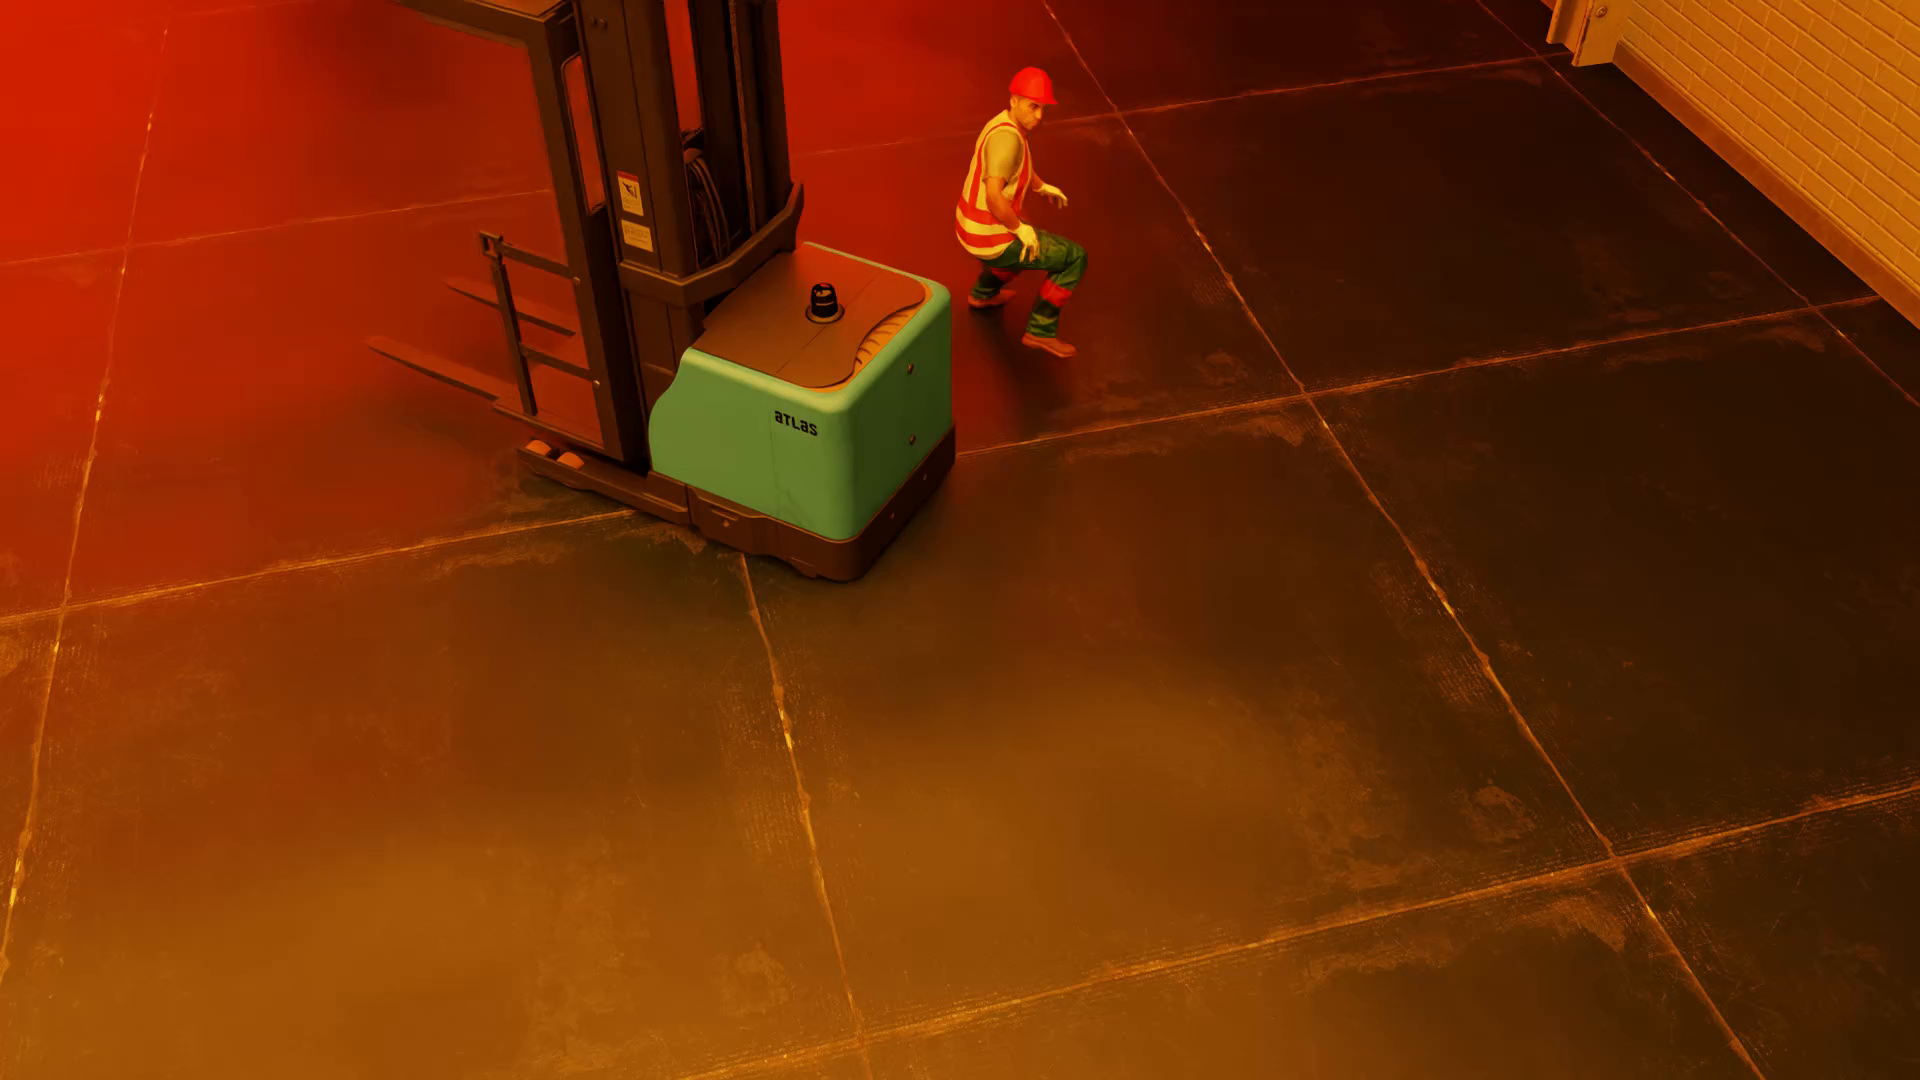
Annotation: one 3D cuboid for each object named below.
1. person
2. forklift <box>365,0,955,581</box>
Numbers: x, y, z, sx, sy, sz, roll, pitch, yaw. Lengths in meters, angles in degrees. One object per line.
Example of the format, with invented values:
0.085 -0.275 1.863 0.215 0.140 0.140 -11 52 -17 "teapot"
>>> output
0.310 -1.639 8.446 0.678 1.539 0.833 -8 44 -9 "person"
-1.566 -1.617 7.357 3.031 2.935 1.130 21 47 20 "forklift"
